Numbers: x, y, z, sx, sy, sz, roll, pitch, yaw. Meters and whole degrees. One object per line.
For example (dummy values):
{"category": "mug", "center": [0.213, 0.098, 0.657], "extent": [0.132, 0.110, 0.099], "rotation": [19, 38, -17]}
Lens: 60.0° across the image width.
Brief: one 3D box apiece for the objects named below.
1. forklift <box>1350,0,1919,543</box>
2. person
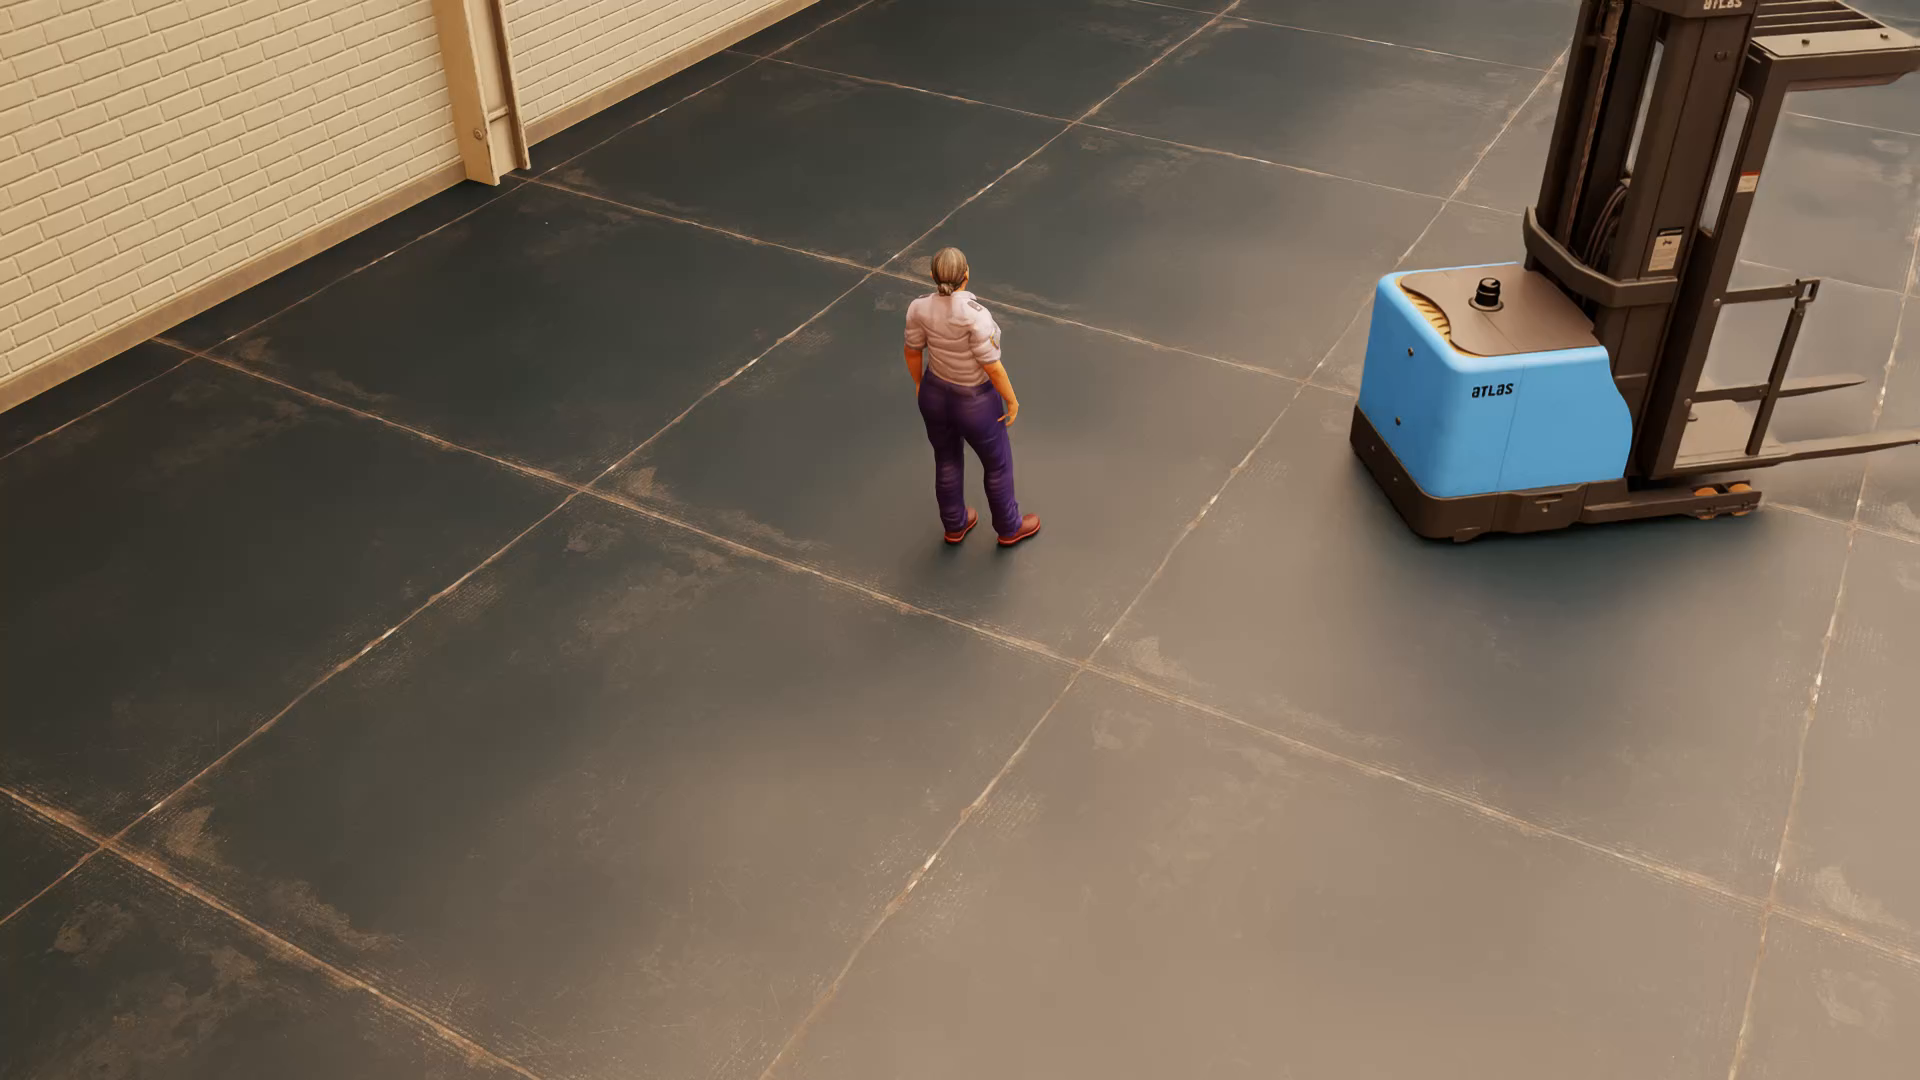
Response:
{"category": "forklift", "center": [3.730, -1.597, 8.287], "extent": [3.031, 2.935, 1.130], "rotation": [-6, 36, -9]}
{"category": "person", "center": [0.063, -0.714, 8.146], "extent": [0.599, 1.650, 0.503], "rotation": [18, 39, 24]}
